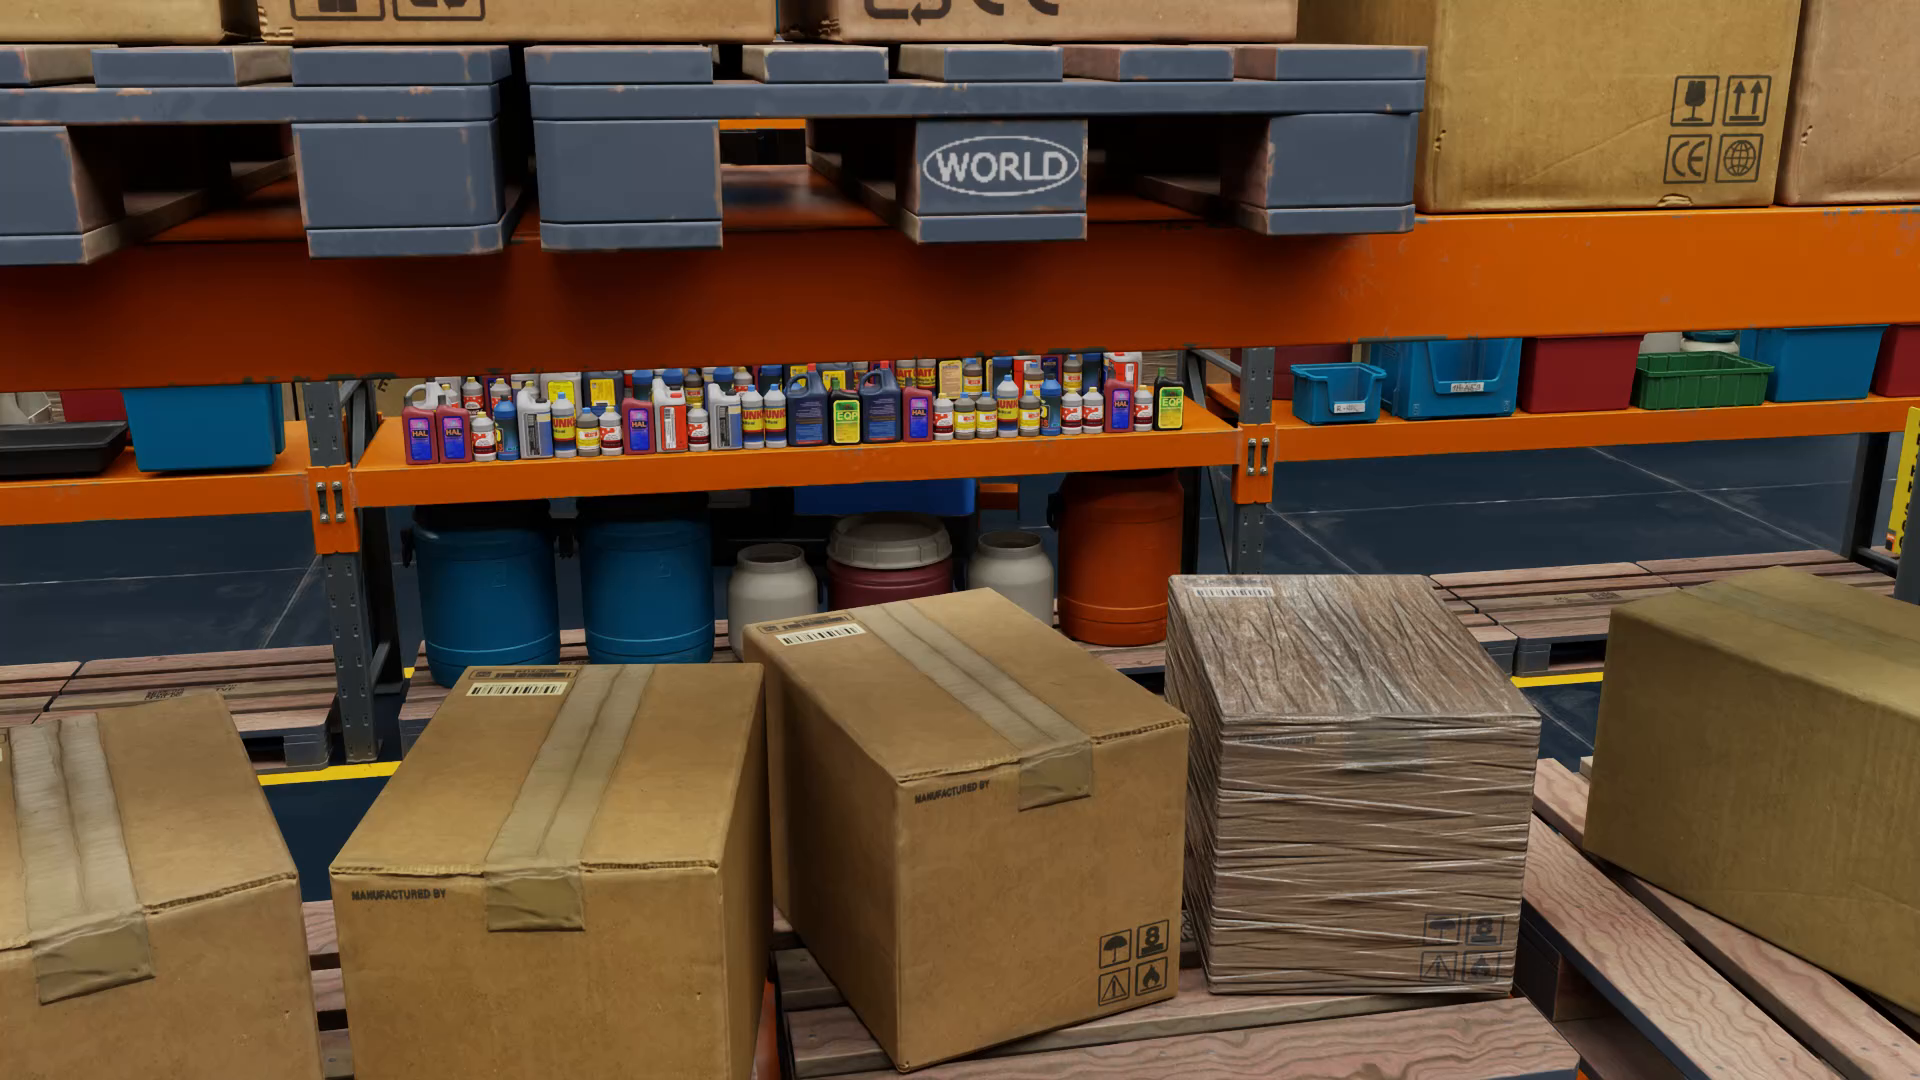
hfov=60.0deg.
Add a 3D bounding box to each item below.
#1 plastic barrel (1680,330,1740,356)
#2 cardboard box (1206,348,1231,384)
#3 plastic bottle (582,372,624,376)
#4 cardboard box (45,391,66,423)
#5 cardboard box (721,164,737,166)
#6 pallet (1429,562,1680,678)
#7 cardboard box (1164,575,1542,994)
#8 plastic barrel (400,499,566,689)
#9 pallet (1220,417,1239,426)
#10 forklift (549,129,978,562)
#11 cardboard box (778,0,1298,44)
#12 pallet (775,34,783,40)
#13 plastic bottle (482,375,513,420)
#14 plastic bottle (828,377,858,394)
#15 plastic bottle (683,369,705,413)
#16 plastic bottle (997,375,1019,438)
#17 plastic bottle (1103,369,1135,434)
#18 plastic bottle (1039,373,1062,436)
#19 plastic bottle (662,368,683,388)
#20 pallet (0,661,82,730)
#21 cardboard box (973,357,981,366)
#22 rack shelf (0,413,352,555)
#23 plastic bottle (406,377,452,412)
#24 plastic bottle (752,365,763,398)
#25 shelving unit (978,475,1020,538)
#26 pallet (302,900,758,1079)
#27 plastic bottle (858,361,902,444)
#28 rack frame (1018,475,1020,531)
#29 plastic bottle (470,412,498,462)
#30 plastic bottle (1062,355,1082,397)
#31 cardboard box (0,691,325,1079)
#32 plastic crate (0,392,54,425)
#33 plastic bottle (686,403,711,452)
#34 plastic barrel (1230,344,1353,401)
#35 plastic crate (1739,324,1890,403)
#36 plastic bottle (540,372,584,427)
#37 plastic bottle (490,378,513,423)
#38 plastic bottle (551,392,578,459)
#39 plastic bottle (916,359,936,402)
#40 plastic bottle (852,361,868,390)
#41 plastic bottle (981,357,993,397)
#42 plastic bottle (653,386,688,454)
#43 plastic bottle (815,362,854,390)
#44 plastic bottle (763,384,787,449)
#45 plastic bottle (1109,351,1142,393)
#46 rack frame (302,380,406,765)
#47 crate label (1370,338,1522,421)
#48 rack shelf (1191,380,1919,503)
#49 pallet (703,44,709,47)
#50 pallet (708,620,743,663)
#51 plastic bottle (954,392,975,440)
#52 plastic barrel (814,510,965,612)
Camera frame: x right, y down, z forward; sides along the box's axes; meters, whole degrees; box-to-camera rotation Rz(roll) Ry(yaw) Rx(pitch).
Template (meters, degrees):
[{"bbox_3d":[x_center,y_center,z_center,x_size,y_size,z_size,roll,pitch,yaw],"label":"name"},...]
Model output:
[{"bbox_3d":[3.851,-0.963,8.574,0.301,0.262,0.301,0,17,0],"label":"plastic barrel"},{"bbox_3d":[2.065,-1.390,13.237,0.500,0.500,0.700,-2,17,-6],"label":"cardboard box"},{"bbox_3d":[-1.653,-0.745,7.713,0.185,0.351,0.144,-3,17,-10],"label":"plastic bottle"},{"bbox_3d":[-6.035,-1.112,11.728,0.875,0.875,0.875,-3,17,-10],"label":"cardboard box"},{"bbox_3d":[-1.706,-2.680,12.050,0.637,0.503,0.797,-3,17,-9],"label":"cardboard box"},{"bbox_3d":[3.216,0.398,8.655,1.213,0.211,1.003,-3,17,-10],"label":"pallet"},{"bbox_3d":[0.657,0.407,2.991,0.500,0.500,0.700,0,17,0],"label":"cardboard box"},{"bbox_3d":[-2.137,0.164,7.528,0.708,0.901,0.600,-3,17,-10],"label":"plastic barrel"},{"bbox_3d":[2.276,-1.041,13.340,1.213,0.211,1.003,-3,17,-10],"label":"pallet"},{"bbox_3d":[-1.408,-1.410,9.909,3.031,2.935,1.130,0,17,2],"label":"forklift"},{"bbox_3d":[0.079,-0.997,2.284,0.600,0.600,0.600,-4,18,-13],"label":"cardboard box"},{"bbox_3d":[-0.811,-2.092,7.228,1.213,0.211,1.003,-3,17,-10],"label":"pallet"},{"bbox_3d":[-2.131,-0.698,7.675,0.133,0.283,0.061,-3,17,-10],"label":"plastic bottle"},{"bbox_3d":[-0.510,-0.571,7.259,0.133,0.283,0.061,-3,17,-10],"label":"plastic bottle"},{"bbox_3d":[-1.255,-0.703,7.831,0.097,0.201,0.097,0,17,0],"label":"plastic bottle"},{"bbox_3d":[0.211,-0.593,7.353,0.097,0.271,0.097,0,17,0],"label":"plastic bottle"},{"bbox_3d":[0.710,-0.622,7.425,0.133,0.283,0.061,-3,17,-10],"label":"plastic bottle"},{"bbox_3d":[0.402,-0.604,7.388,0.097,0.271,0.097,0,17,0],"label":"plastic bottle"},{"bbox_3d":[-1.321,-0.688,7.661,0.097,0.271,0.097,0,17,0],"label":"plastic bottle"},{"bbox_3d":[-4.590,0.841,7.214,1.213,0.211,1.003,-3,17,-10],"label":"pallet"},{"bbox_3d":[-0.369,-1.416,12.717,0.875,0.875,1.225,-4,18,-13],"label":"cardboard box"},{"bbox_3d":[-4.639,-0.158,6.941,4.000,0.370,1.077,-3,17,-10],"label":"rack shelf"},{"bbox_3d":[-2.228,-0.518,6.973,0.185,0.351,0.144,-3,17,-10],"label":"plastic bottle"},{"bbox_3d":[-0.917,-0.767,7.899,0.133,0.283,0.061,-3,17,-10],"label":"plastic bottle"},{"bbox_3d":[0.238,-0.489,10.116,0.252,1.050,0.215,0,17,2],"label":"shelving unit"},{"bbox_3d":[-0.934,0.894,2.619,1.213,0.211,1.003,-3,17,-10],"label":"pallet"},{"bbox_3d":[-0.350,-0.606,7.260,0.185,0.351,0.144,-3,17,-10],"label":"plastic bottle"},{"bbox_3d":[0.360,-0.488,10.113,0.008,1.050,0.200,0,17,2],"label":"rack frame"},{"bbox_3d":[-1.993,-0.435,6.956,0.097,0.201,0.097,0,17,0],"label":"plastic bottle"},{"bbox_3d":[0.552,-0.806,8.165,0.097,0.201,0.097,0,17,0],"label":"plastic bottle"},{"bbox_3d":[-1.231,0.605,2.348,0.500,0.500,0.700,-10,20,-29],"label":"cardboard box"},{"bbox_3d":[-4.209,-0.553,7.103,0.530,0.282,0.437,-3,17,-10],"label":"plastic crate"},{"bbox_3d":[-1.120,-0.484,7.117,0.097,0.201,0.097,0,17,0],"label":"plastic bottle"},{"bbox_3d":[1.651,-1.014,8.272,0.708,0.536,0.600,-3,17,-10],"label":"plastic barrel"},{"bbox_3d":[4.156,-0.900,8.160,0.575,0.384,0.392,-3,17,-10],"label":"plastic crate"},{"bbox_3d":[-1.807,-0.693,7.544,0.185,0.351,0.144,-3,17,-10],"label":"plastic bottle"},{"bbox_3d":[-2.098,-0.637,7.616,0.097,0.201,0.097,0,17,0],"label":"plastic bottle"},{"bbox_3d":[-1.670,-0.486,7.005,0.097,0.271,0.097,0,17,0],"label":"plastic bottle"},{"bbox_3d":[-0.164,-0.799,8.022,0.097,0.271,0.097,0,17,0],"label":"plastic bottle"},{"bbox_3d":[-0.487,-0.780,7.963,0.097,0.271,0.097,0,17,0],"label":"plastic bottle"},{"bbox_3d":[0.172,-0.829,8.101,0.133,0.283,0.061,-3,17,-10],"label":"plastic bottle"},{"bbox_3d":[-1.239,-0.521,7.111,0.135,0.276,0.152,-3,17,-10],"label":"plastic bottle"},{"bbox_3d":[-0.592,-0.760,7.761,0.185,0.351,0.144,-3,17,-10],"label":"plastic bottle"},{"bbox_3d":[-0.797,-0.536,7.167,0.097,0.271,0.097,0,17,0],"label":"plastic bottle"},{"bbox_3d":[0.795,-0.802,8.024,0.135,0.276,0.152,-3,17,-10],"label":"plastic bottle"},{"bbox_3d":[-2.675,-0.613,7.198,0.127,3.000,1.000,-3,17,-10],"label":"rack frame"},{"bbox_3d":[2.279,-0.830,7.845,0.616,0.435,0.502,-3,17,-10],"label":"crate label"},{"bbox_3d":[3.216,-0.603,8.392,4.000,0.370,1.077,-3,17,-10],"label":"rack shelf"},{"bbox_3d":[-2.812,-4.883,16.311,1.003,0.211,1.213,-3,17,-10],"label":"pallet"},{"bbox_3d":[-0.709,0.620,7.933,1.213,0.211,1.003,-3,17,-10],"label":"pallet"},{"bbox_3d":[0.020,-0.549,7.328,0.097,0.201,0.097,0,17,0],"label":"plastic bottle"},{"bbox_3d":[-0.333,0.211,7.907,0.708,0.588,0.600,-3,17,-10],"label":"plastic barrel"}]
